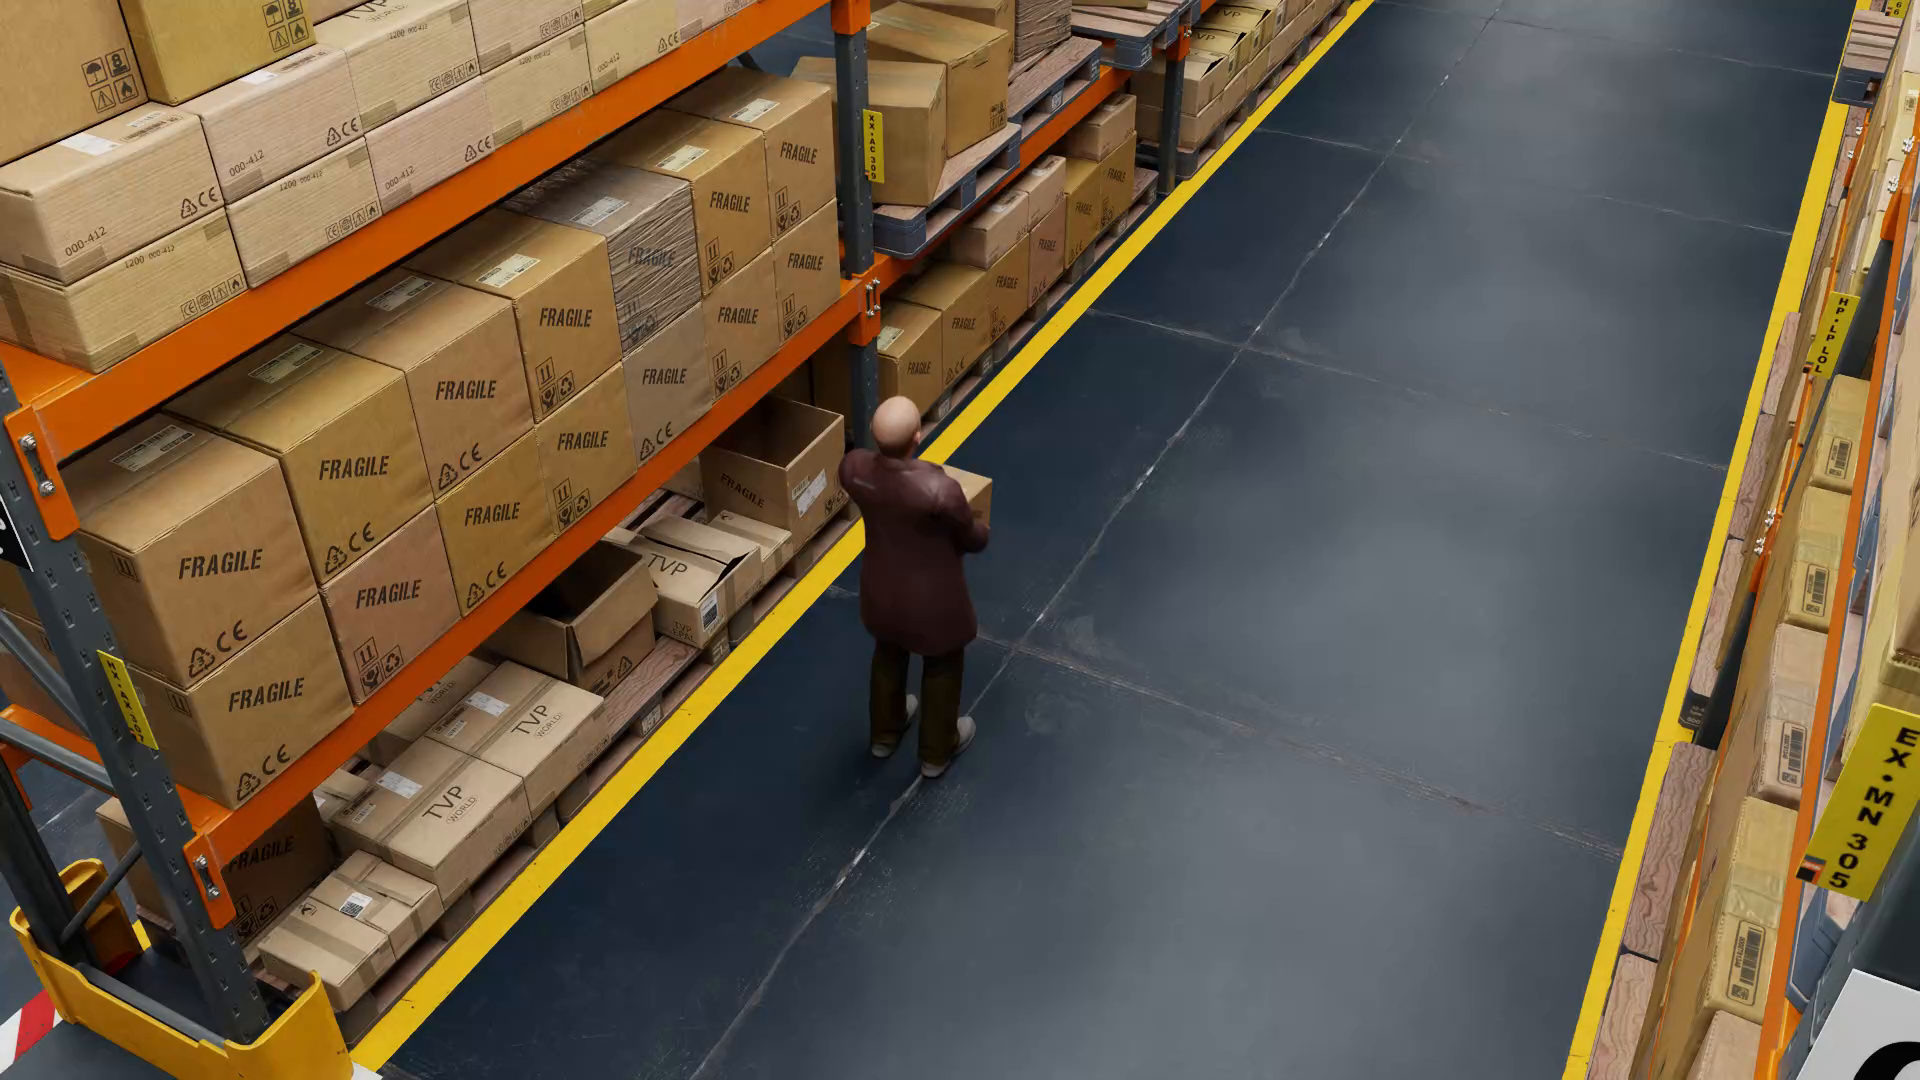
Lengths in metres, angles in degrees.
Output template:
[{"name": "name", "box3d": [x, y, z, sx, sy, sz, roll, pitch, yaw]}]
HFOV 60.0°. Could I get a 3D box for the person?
[{"name": "person", "box3d": [-0.139, 0.122, 6.608, 0.529, 1.772, 0.552, 18, 41, 22]}]
